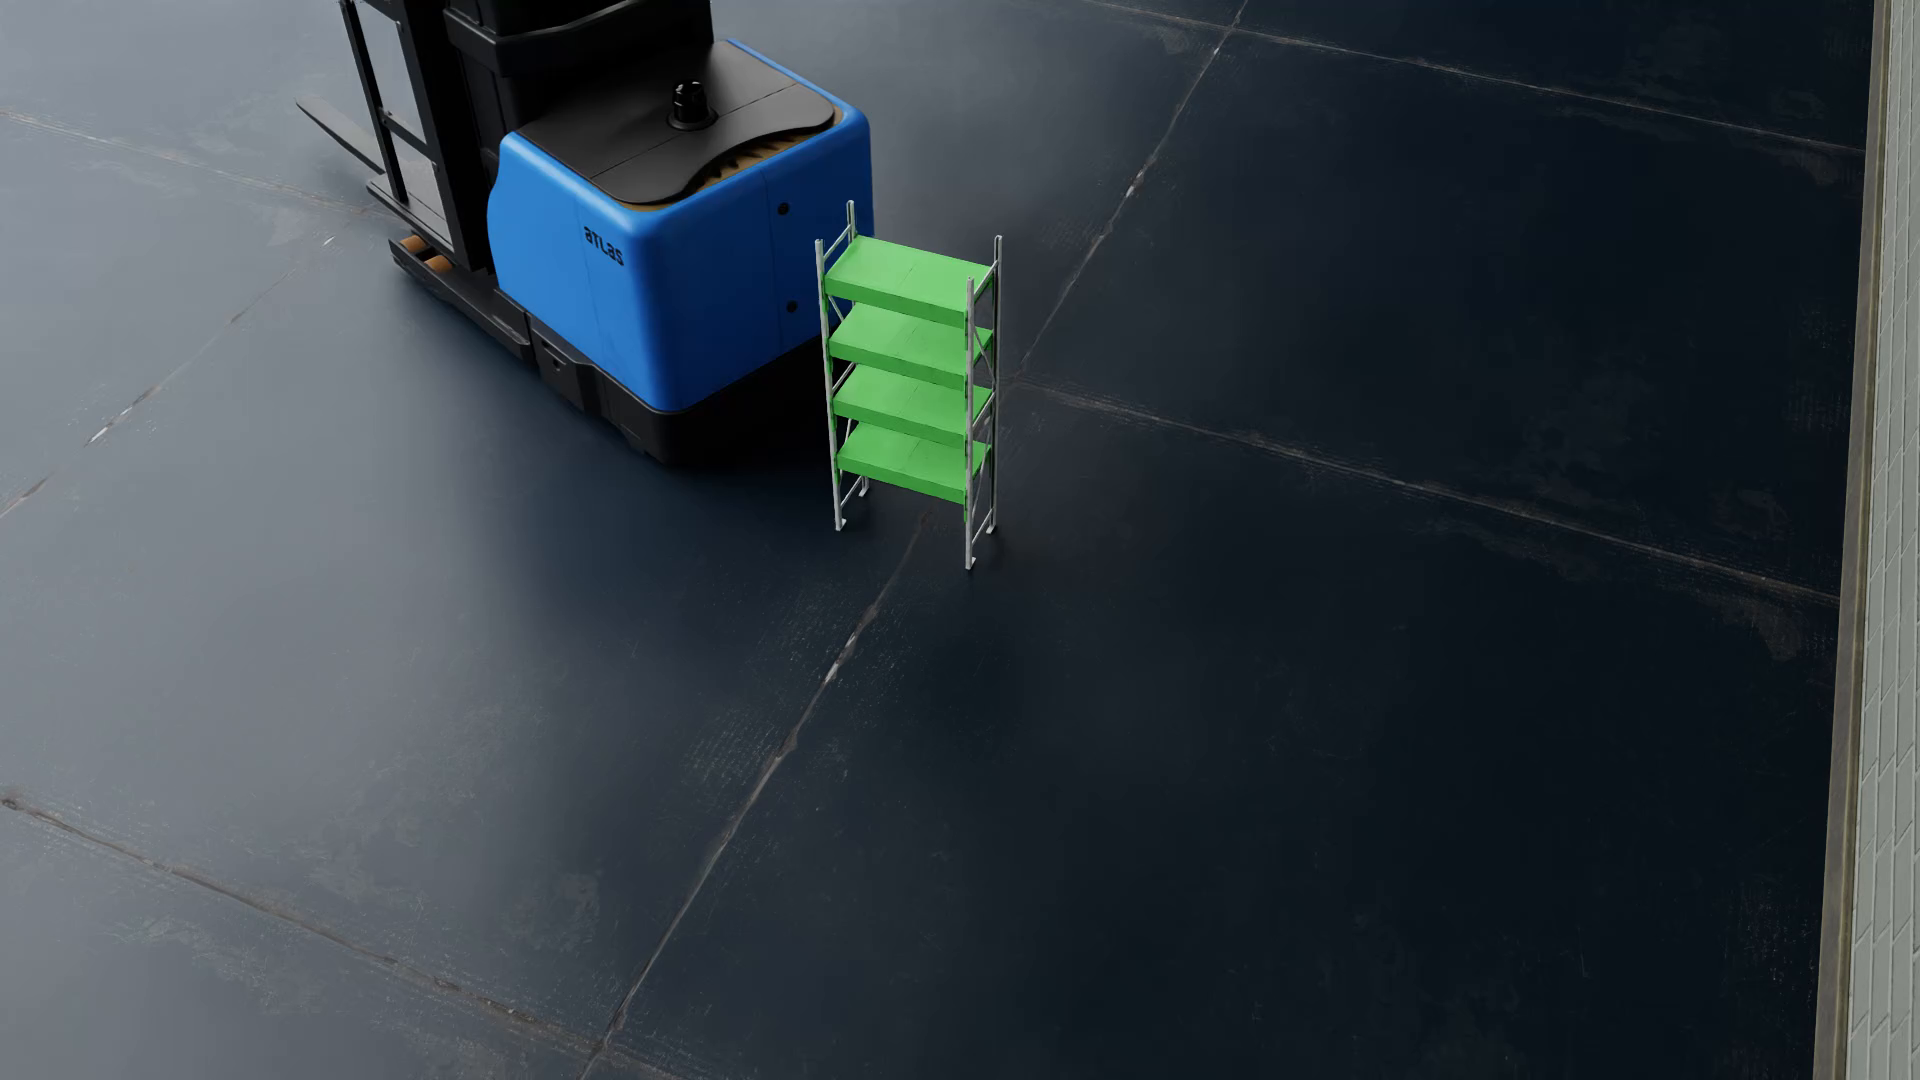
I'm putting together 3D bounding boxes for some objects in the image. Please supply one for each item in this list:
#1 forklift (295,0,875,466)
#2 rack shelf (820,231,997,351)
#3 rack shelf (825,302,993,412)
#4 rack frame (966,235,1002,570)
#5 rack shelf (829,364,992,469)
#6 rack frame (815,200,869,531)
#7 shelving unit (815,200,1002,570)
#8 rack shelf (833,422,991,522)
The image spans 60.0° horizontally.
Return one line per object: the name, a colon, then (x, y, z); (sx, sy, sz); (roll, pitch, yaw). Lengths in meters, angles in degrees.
forklift: (-1.678, -2.246, 5.930); (1.130, 2.935, 3.031); (-34, 54, -29)
rack shelf: (-0.153, -0.765, 5.079); (0.480, 0.148, 0.258); (16, 47, 16)
rack shelf: (-0.153, -0.595, 5.248); (0.480, 0.148, 0.258); (16, 47, 16)
rack frame: (0.072, -0.404, 5.305); (0.015, 1.200, 0.240); (16, 47, 16)
rack shelf: (-0.153, -0.425, 5.417); (0.480, 0.148, 0.258); (16, 47, 16)
rack frame: (-0.378, -0.537, 5.439); (0.015, 1.200, 0.240); (16, 47, 16)
shelving unit: (-0.153, -0.470, 5.372); (0.503, 1.200, 0.258); (16, 47, 16)
rack shelf: (-0.153, -0.255, 5.586); (0.480, 0.148, 0.258); (16, 47, 16)
